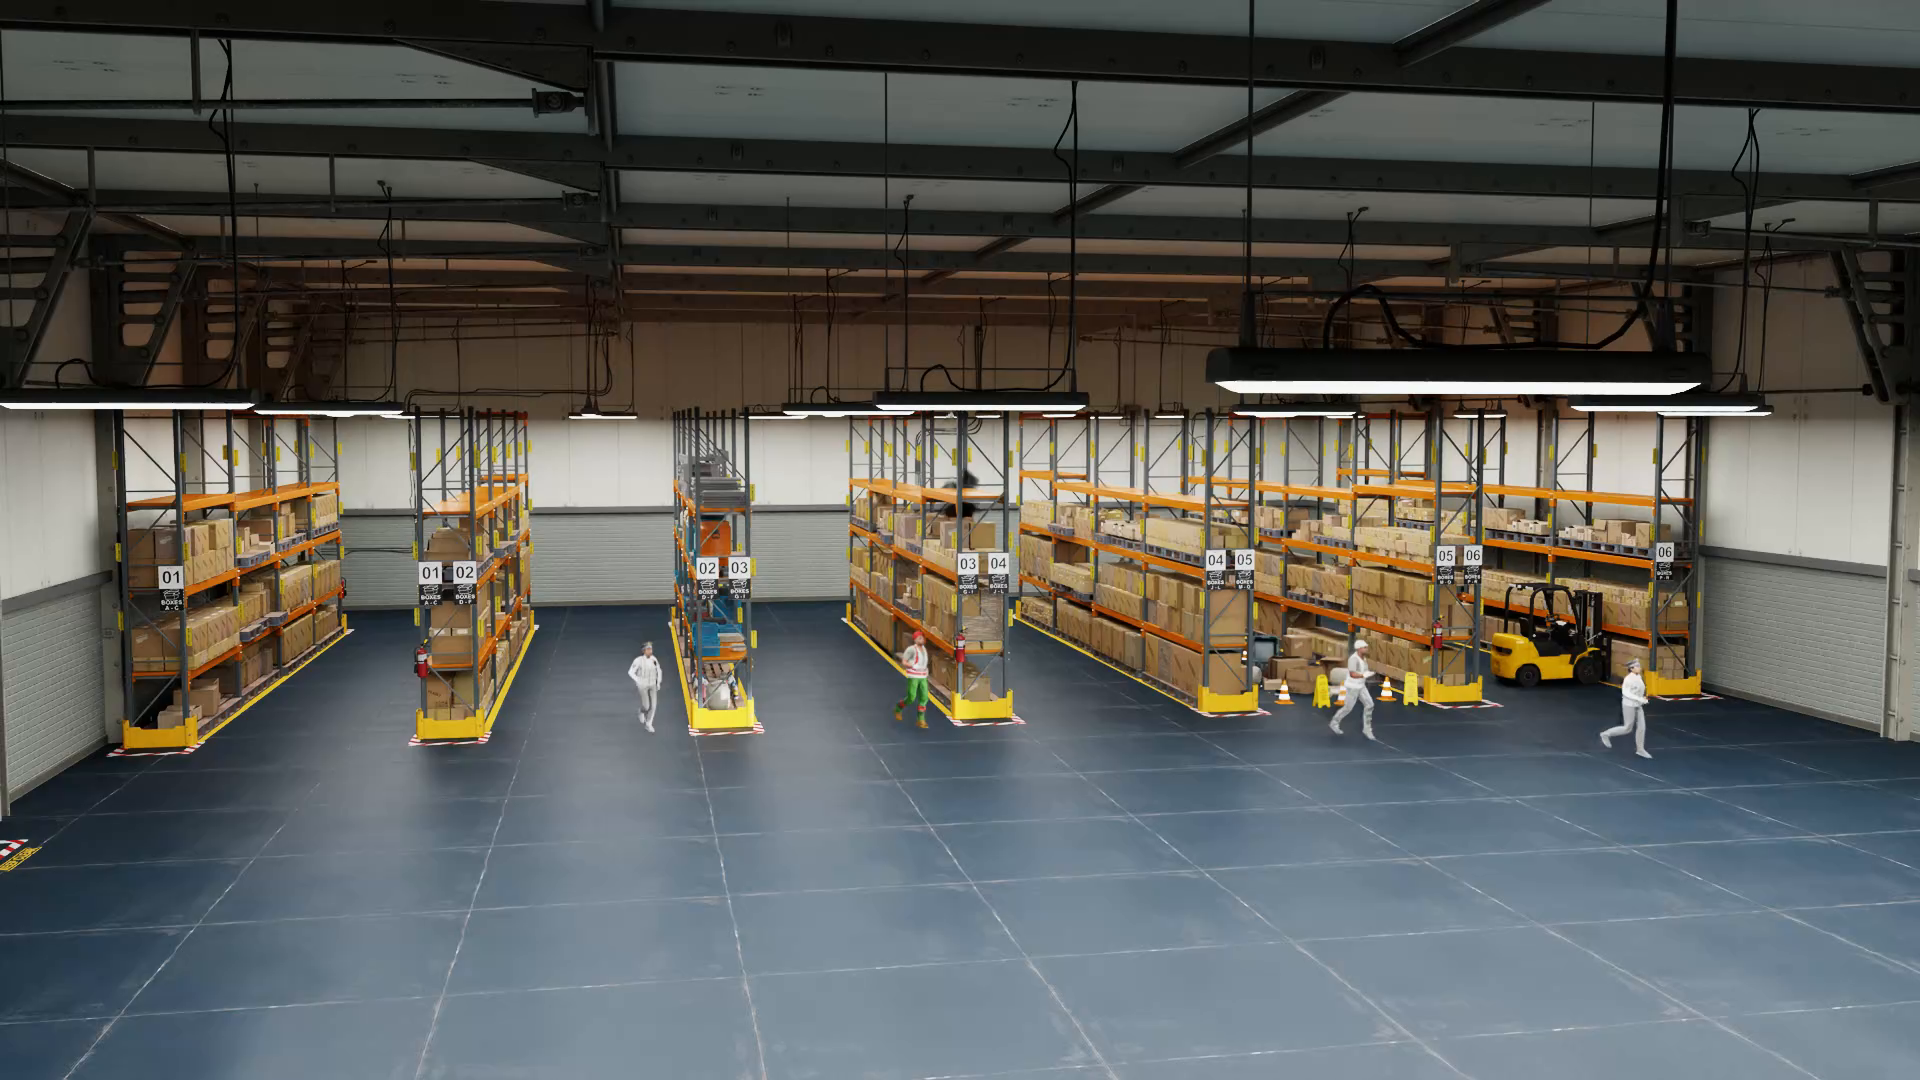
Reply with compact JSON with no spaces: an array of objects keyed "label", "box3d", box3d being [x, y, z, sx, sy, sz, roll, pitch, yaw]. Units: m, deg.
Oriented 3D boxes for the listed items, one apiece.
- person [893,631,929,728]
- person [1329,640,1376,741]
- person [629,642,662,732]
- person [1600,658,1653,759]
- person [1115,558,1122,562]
[{"label":"person","box3d":[-0.846,2.606,31.392,0.668,1.793,0.859,-4,6,-45]},{"label":"person","box3d":[7.112,2.702,30.094,0.889,1.824,0.712,3,5,33]},{"label":"person","box3d":[-5.823,2.716,30.877,0.654,1.674,0.525,-2,5,-32]},{"label":"person","box3d":[11.500,2.864,28.565,0.625,1.695,0.859,-4,6,-44]},{"label":"person","box3d":[4.813,1.352,50.481,0.586,1.600,0.642,0,4,-4]}]
